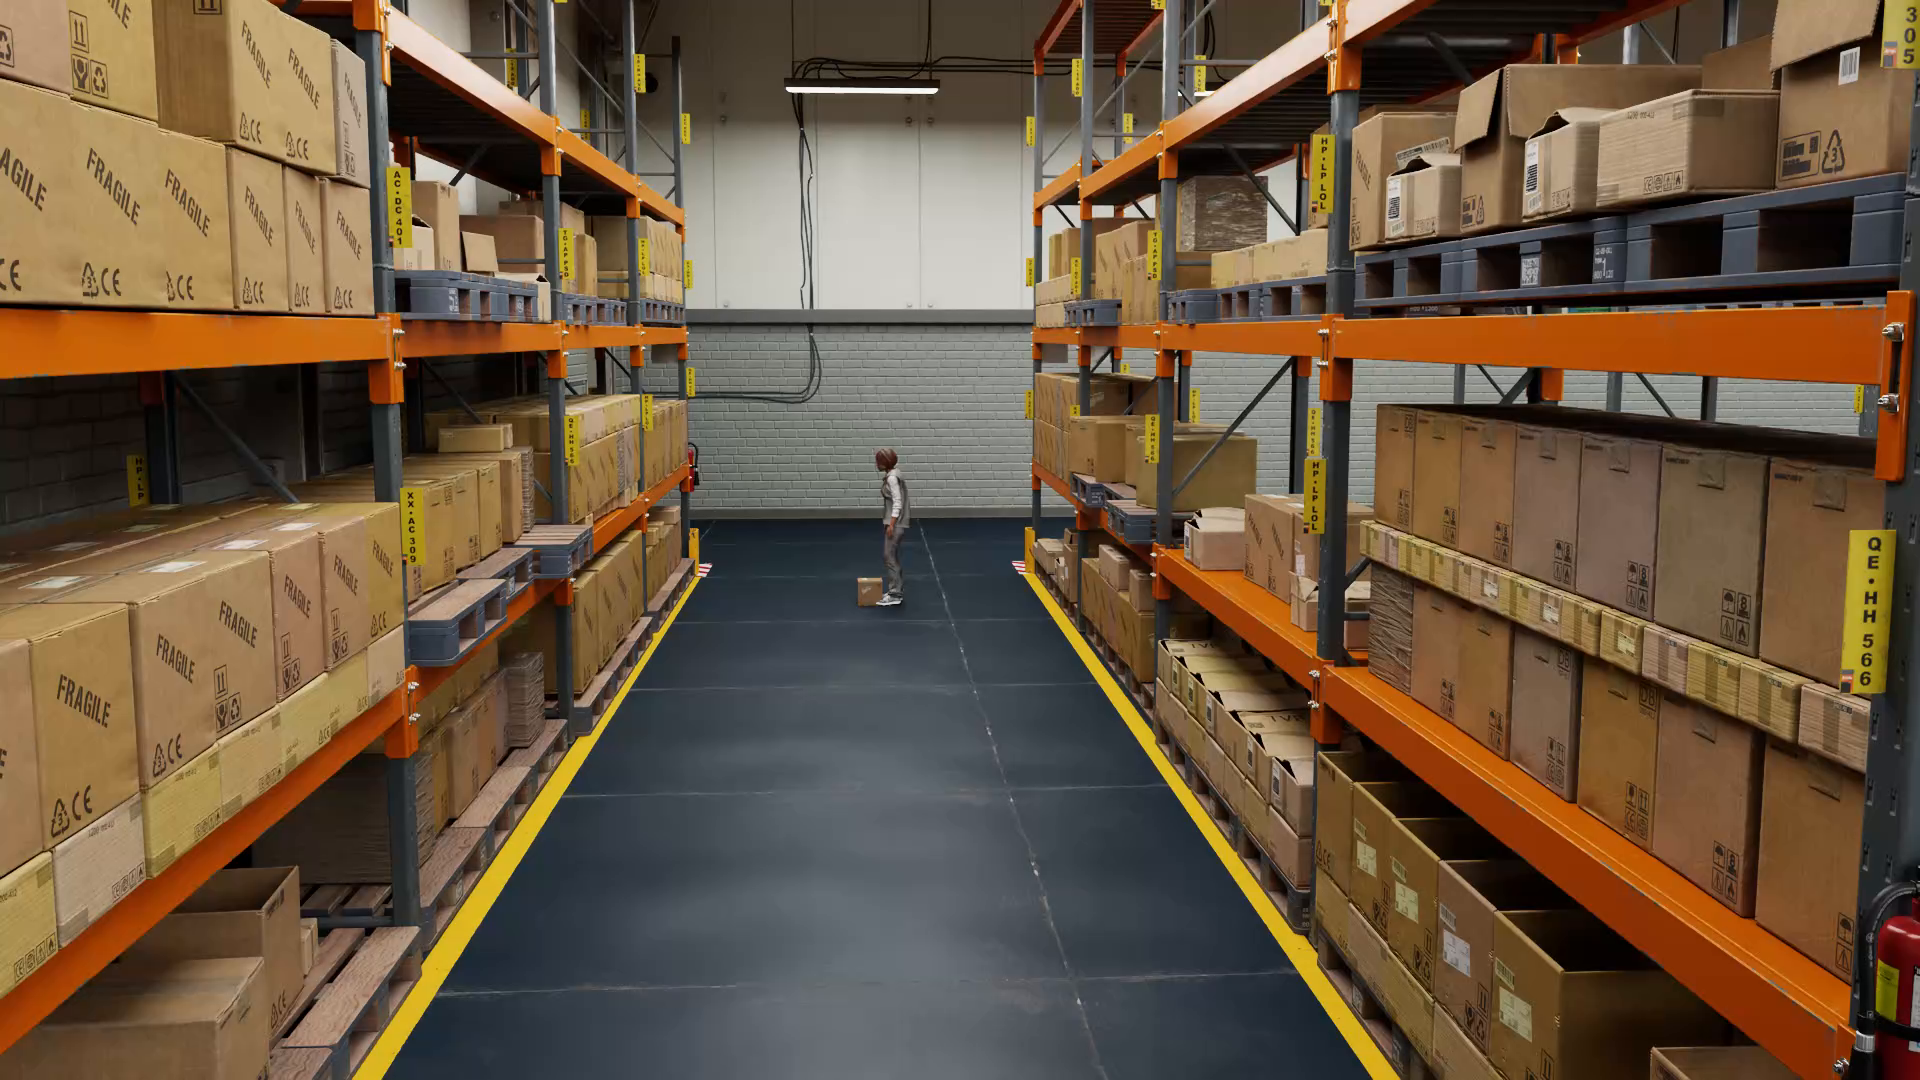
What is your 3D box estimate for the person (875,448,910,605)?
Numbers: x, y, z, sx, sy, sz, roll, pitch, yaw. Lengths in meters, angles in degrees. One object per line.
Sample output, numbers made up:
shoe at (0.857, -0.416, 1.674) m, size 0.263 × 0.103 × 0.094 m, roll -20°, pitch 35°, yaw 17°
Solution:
person at (-0.693, -0.140, 16.932) m, size 0.367 × 1.593 × 0.473 m, roll -1°, pitch 7°, yaw -5°
